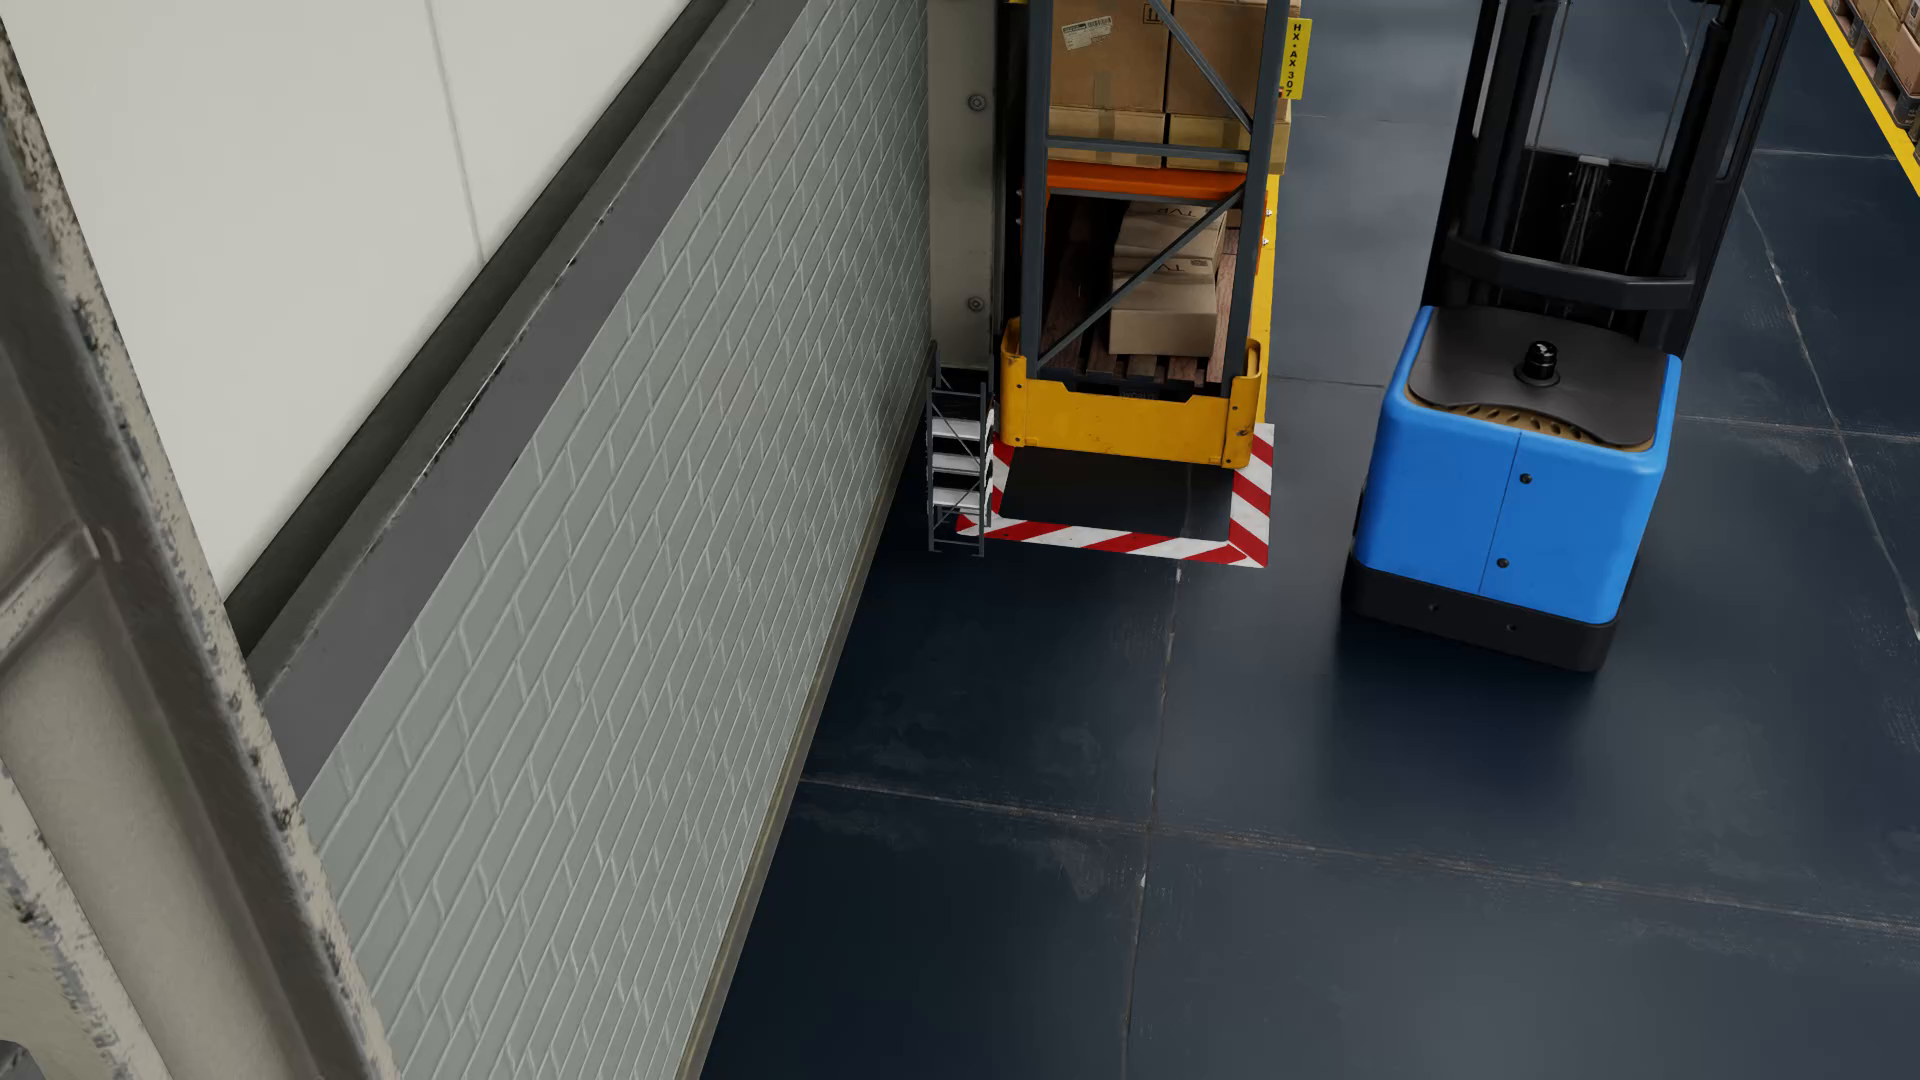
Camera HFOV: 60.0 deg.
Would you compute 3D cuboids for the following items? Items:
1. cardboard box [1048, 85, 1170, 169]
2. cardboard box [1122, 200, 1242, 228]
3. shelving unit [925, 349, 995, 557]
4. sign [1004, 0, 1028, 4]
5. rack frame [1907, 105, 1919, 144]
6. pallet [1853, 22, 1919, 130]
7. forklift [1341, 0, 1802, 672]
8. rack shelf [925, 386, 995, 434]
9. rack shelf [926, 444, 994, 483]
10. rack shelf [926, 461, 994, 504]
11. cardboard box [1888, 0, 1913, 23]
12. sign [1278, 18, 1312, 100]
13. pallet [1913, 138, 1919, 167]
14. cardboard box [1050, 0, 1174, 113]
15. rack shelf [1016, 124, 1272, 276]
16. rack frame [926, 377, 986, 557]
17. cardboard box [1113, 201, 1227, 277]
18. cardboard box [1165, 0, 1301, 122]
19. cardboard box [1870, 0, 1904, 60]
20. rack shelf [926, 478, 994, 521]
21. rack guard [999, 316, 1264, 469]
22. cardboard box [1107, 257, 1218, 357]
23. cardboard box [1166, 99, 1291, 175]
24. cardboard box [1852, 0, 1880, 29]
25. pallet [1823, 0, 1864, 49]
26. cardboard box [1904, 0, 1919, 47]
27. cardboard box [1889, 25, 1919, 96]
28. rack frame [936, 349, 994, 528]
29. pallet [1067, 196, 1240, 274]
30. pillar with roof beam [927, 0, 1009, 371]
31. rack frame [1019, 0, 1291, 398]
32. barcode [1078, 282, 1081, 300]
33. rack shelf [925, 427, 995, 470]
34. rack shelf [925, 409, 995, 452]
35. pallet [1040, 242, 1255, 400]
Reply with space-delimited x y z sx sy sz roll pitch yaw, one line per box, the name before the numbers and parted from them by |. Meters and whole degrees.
cardboard box | 0.657 -1.865 7.254 0.500 0.250 0.500 7 40 8
cardboard box | 1.250 -2.044 8.984 0.700 0.500 0.500 4 40 5
shelving unit | 0.001 -0.352 6.969 0.258 0.900 0.210 6 40 8
sign | 0.224 -2.243 6.452 0.100 0.325 0.005 6 40 8
rack frame | 6.339 -3.567 9.210 1.000 3.000 0.127 6 40 8
pallet | 6.428 -2.959 10.663 1.003 0.211 1.213 6 40 8
forklift | 2.605 -1.555 6.831 1.130 2.935 3.031 15 42 17
rack shelf | 0.001 -0.534 6.818 0.258 0.077 0.200 6 40 8
rack shelf | 0.001 -0.326 6.990 0.258 0.077 0.200 6 40 8
rack shelf | 0.001 -0.257 7.048 0.258 0.077 0.200 6 40 8
cardboard box | 6.210 -3.498 10.516 0.500 0.311 0.500 7 40 9
sign | 1.301 -1.875 6.484 0.100 0.325 0.005 6 40 8
pallet | 6.160 -1.998 9.501 1.003 0.211 1.213 6 40 8
cardboard box | 0.639 -2.159 7.021 0.500 0.500 0.500 6 40 7
rack shelf | 1.113 -2.579 8.579 1.077 0.370 4.000 6 40 8
rack frame | -0.016 -0.288 6.892 0.240 0.900 0.006 6 40 8
cardboard box | 1.074 -1.516 8.495 0.500 0.311 0.500 10 41 11
cardboard box | 1.145 -2.106 6.957 0.500 0.500 0.500 6 40 8
cardboard box | 6.214 -3.279 10.690 0.500 0.250 0.500 6 40 7
rack shelf | 0.001 -0.187 7.105 0.258 0.077 0.200 6 40 8
rack guard | 0.780 -0.685 7.686 1.175 0.500 0.348 6 40 8
cardboard box | 0.975 -1.158 8.062 0.500 0.311 0.500 2 40 3
cardboard box | 1.164 -1.822 7.201 0.500 0.250 0.500 5 40 6
cardboard box | 6.302 -3.600 11.078 0.500 0.250 0.500 7 40 9
pallet | 6.637 -3.727 11.592 1.003 0.211 1.213 6 40 8
cardboard box | 6.126 -3.171 10.120 0.500 0.311 0.500 6 40 8
cardboard box | 6.125 -2.962 10.306 0.500 0.250 0.500 6 40 7
rack frame | 0.019 -0.416 7.046 0.240 0.900 0.006 6 40 8
pallet | 1.169 -1.843 9.314 1.003 0.211 1.213 6 40 8
pillar with roof beam | 4.276 -3.973 4.993 9.100 9.000 0.400 6 40 8
rack frame | 0.767 -1.601 6.832 1.000 3.000 0.127 6 40 8
barcode | 0.584 -1.217 8.126 0.001 0.075 0.075 6 40 8
rack shelf | 0.001 -0.395 6.933 0.258 0.077 0.200 6 40 8
rack shelf | 0.001 -0.465 6.876 0.258 0.077 0.200 6 40 8
pallet | 0.955 -1.080 8.390 1.003 0.211 1.213 6 40 8
